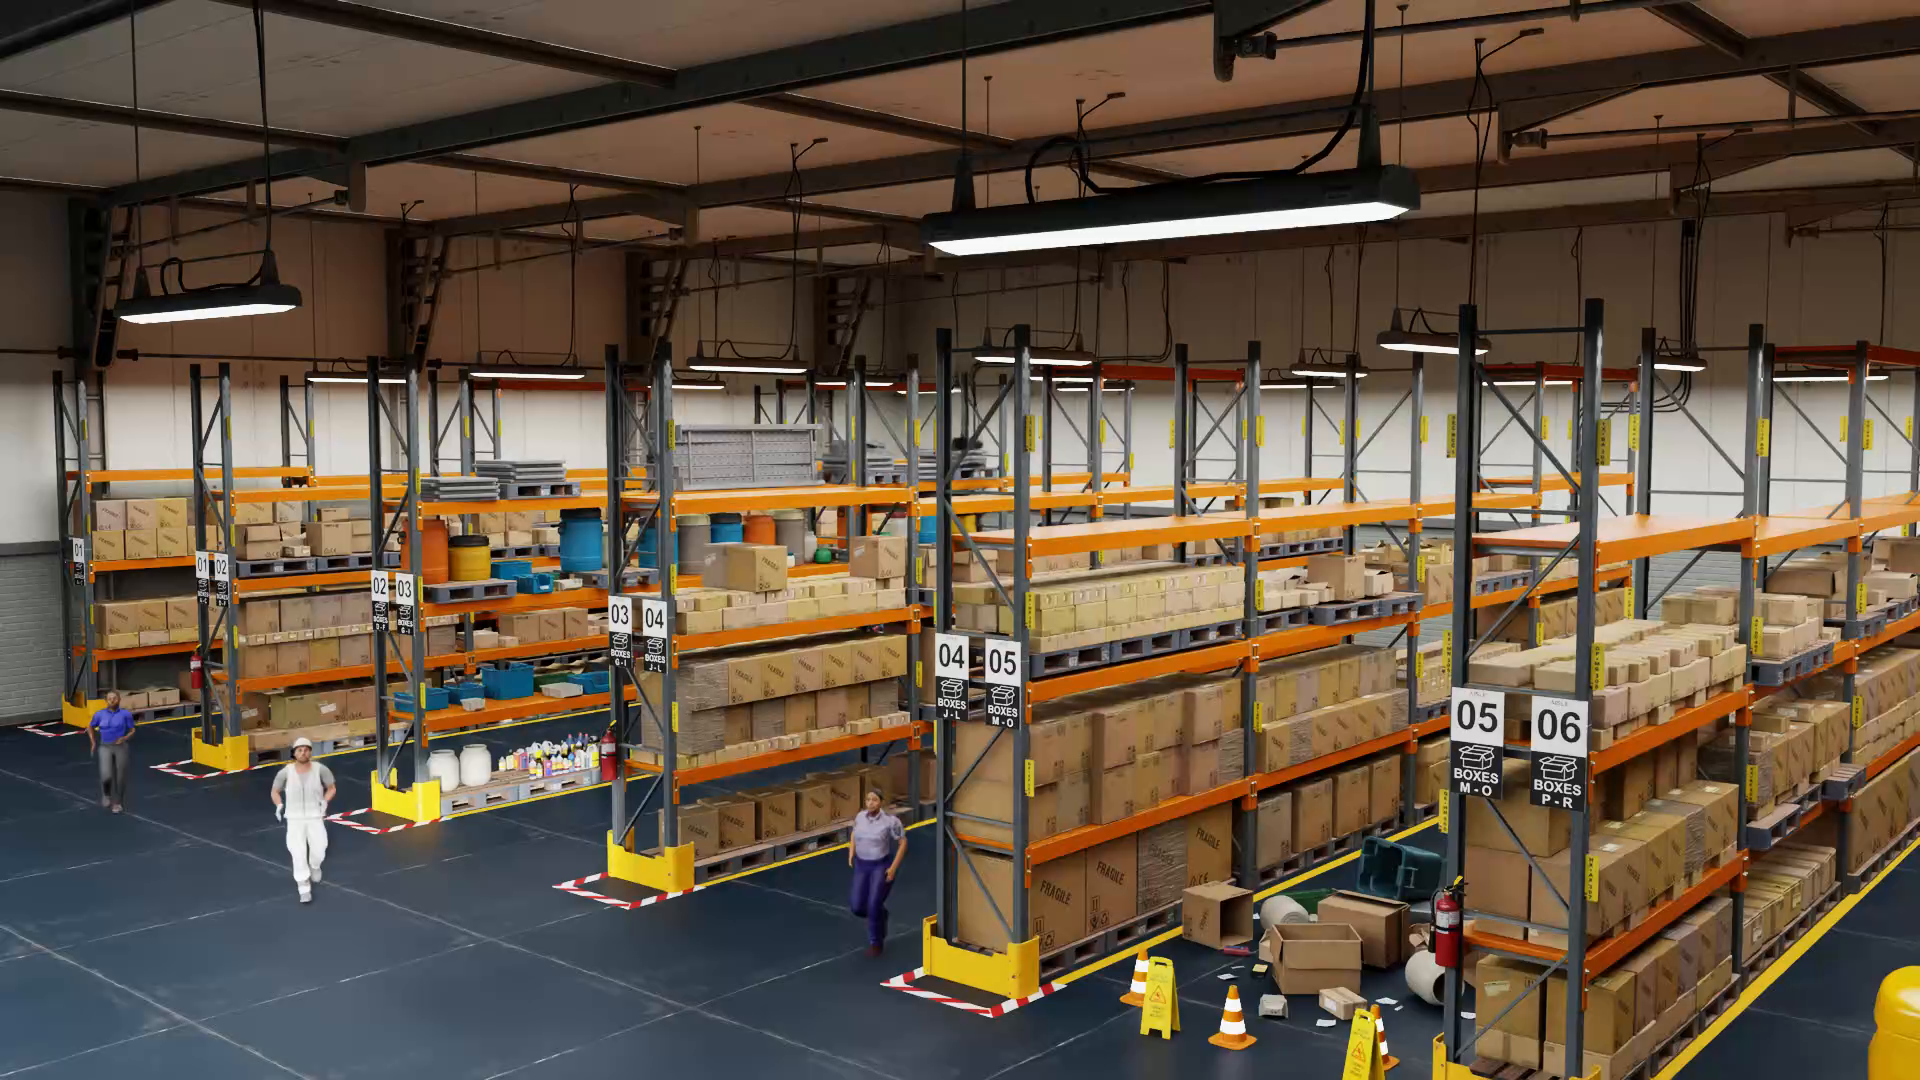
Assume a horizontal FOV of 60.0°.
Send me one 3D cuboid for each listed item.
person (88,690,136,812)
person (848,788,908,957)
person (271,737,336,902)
[{"bbox_3d":[-11.099,2.781,21.785,0.566,1.614,0.568,-2,5,-27],"label":"person"},{"bbox_3d":[-0.816,3.219,16.176,0.638,1.615,0.532,2,5,31],"label":"person"},{"bbox_3d":[-7.088,2.998,17.972,0.658,1.741,0.690,-2,4,-22],"label":"person"}]
